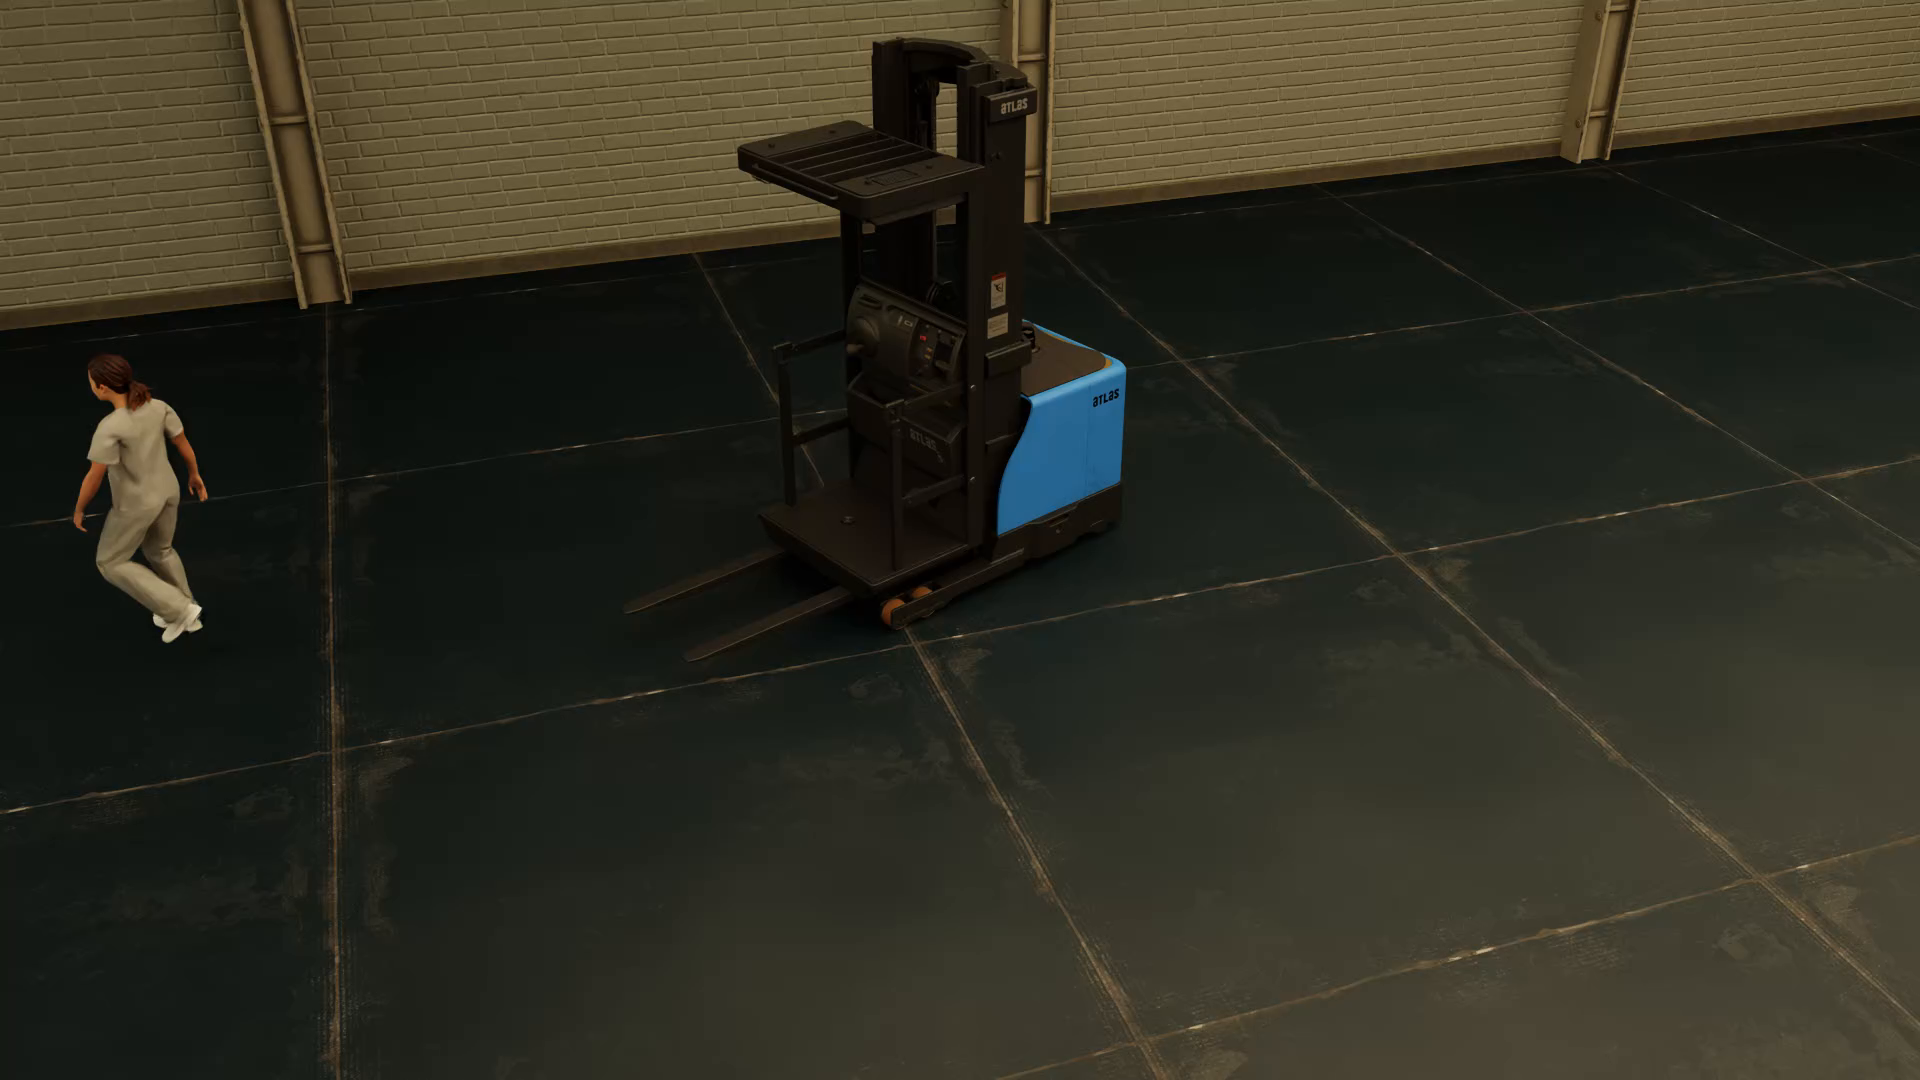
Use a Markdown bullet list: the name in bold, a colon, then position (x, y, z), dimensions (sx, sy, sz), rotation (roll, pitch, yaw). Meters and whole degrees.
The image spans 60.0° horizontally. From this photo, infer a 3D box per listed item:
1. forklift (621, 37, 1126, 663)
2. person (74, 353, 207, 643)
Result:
- **forklift**: position (-0.461, -1.072, 8.951), dimensions (3.031, 2.935, 1.130), rotation (-23, 37, -34)
- **person**: position (-4.267, -0.201, 8.724), dimensions (0.490, 1.652, 0.629), rotation (7, 31, 12)
